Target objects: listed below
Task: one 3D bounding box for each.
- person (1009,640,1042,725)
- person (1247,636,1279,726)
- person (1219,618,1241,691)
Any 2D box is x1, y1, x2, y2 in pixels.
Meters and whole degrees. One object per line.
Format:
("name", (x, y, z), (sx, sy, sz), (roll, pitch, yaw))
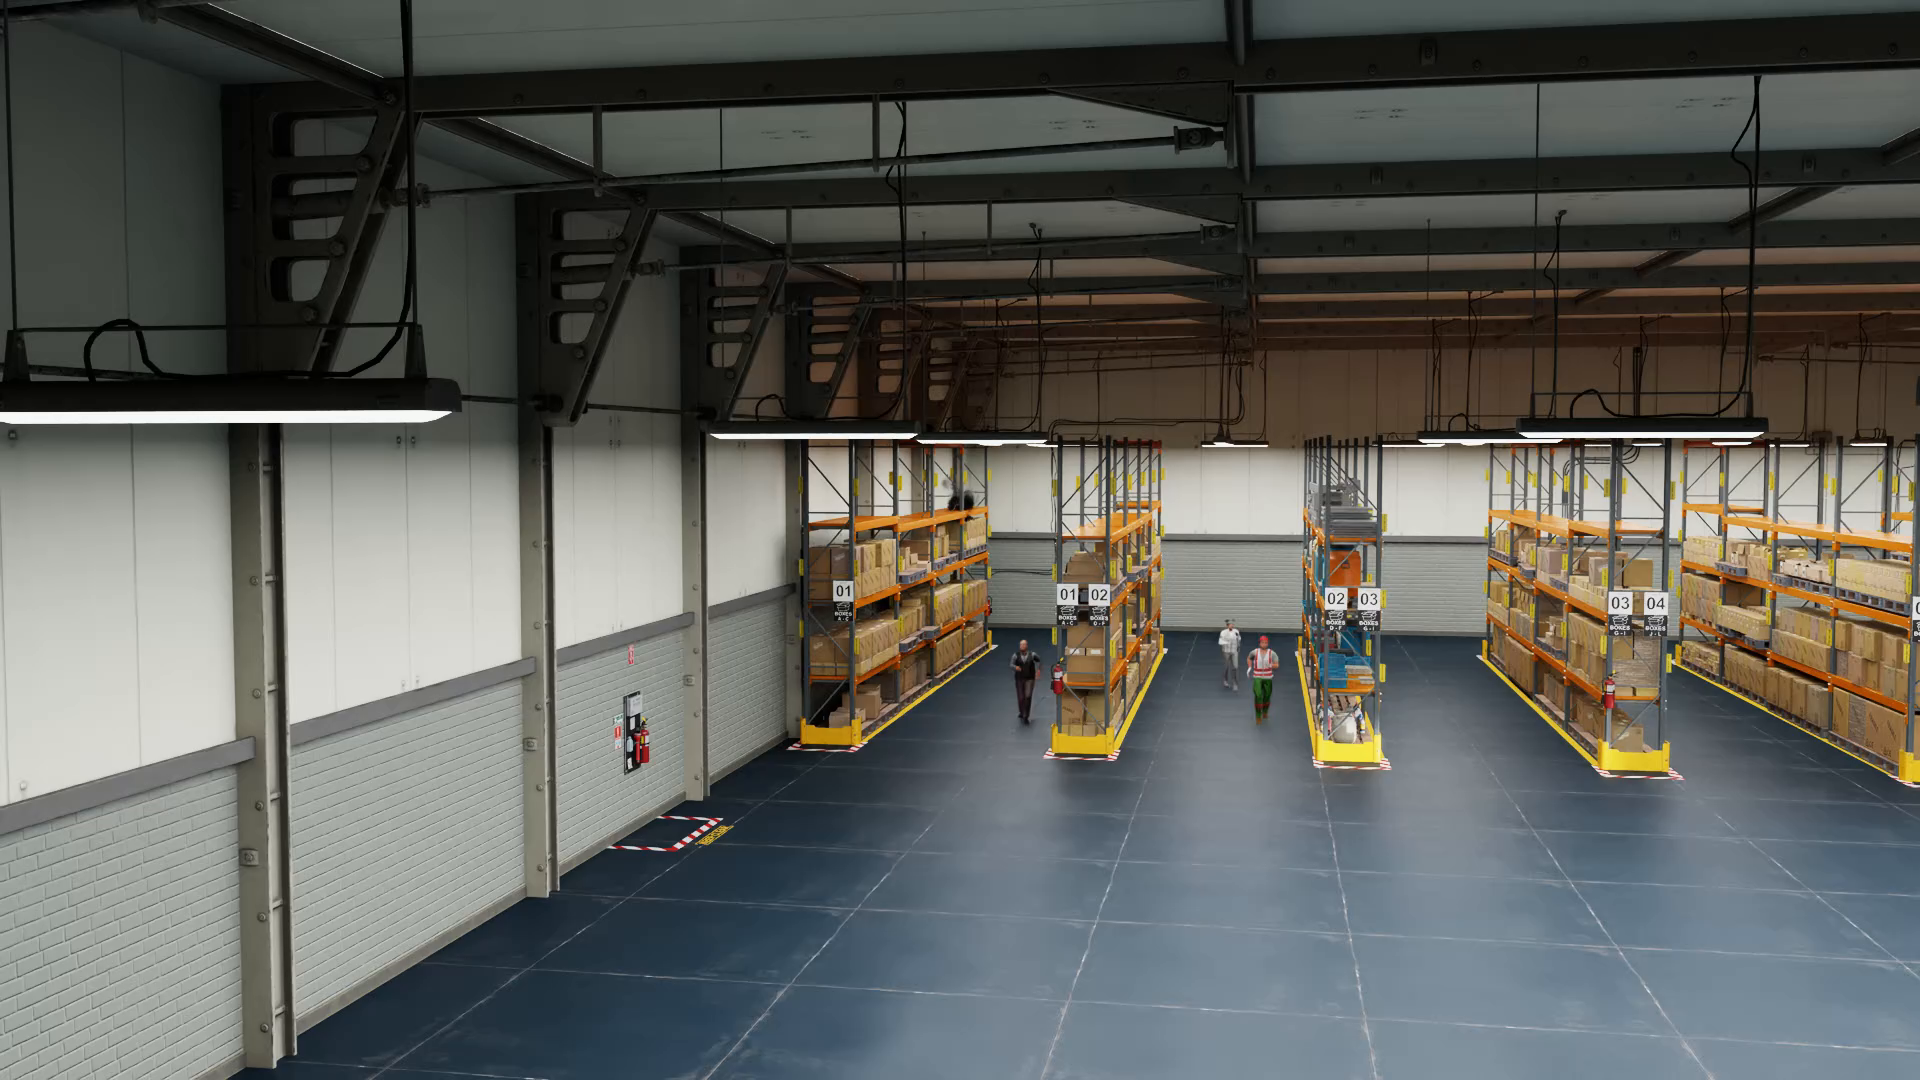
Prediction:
("person", (1.369, 2.988, 35.001), (0.653, 1.757, 0.822), (1, 3, 11))
("person", (6.353, 2.928, 34.891), (0.652, 1.838, 0.836), (0, 3, 7))
("person", (6.465, 2.727, 39.806), (0.557, 1.737, 0.816), (0, 3, 1))
